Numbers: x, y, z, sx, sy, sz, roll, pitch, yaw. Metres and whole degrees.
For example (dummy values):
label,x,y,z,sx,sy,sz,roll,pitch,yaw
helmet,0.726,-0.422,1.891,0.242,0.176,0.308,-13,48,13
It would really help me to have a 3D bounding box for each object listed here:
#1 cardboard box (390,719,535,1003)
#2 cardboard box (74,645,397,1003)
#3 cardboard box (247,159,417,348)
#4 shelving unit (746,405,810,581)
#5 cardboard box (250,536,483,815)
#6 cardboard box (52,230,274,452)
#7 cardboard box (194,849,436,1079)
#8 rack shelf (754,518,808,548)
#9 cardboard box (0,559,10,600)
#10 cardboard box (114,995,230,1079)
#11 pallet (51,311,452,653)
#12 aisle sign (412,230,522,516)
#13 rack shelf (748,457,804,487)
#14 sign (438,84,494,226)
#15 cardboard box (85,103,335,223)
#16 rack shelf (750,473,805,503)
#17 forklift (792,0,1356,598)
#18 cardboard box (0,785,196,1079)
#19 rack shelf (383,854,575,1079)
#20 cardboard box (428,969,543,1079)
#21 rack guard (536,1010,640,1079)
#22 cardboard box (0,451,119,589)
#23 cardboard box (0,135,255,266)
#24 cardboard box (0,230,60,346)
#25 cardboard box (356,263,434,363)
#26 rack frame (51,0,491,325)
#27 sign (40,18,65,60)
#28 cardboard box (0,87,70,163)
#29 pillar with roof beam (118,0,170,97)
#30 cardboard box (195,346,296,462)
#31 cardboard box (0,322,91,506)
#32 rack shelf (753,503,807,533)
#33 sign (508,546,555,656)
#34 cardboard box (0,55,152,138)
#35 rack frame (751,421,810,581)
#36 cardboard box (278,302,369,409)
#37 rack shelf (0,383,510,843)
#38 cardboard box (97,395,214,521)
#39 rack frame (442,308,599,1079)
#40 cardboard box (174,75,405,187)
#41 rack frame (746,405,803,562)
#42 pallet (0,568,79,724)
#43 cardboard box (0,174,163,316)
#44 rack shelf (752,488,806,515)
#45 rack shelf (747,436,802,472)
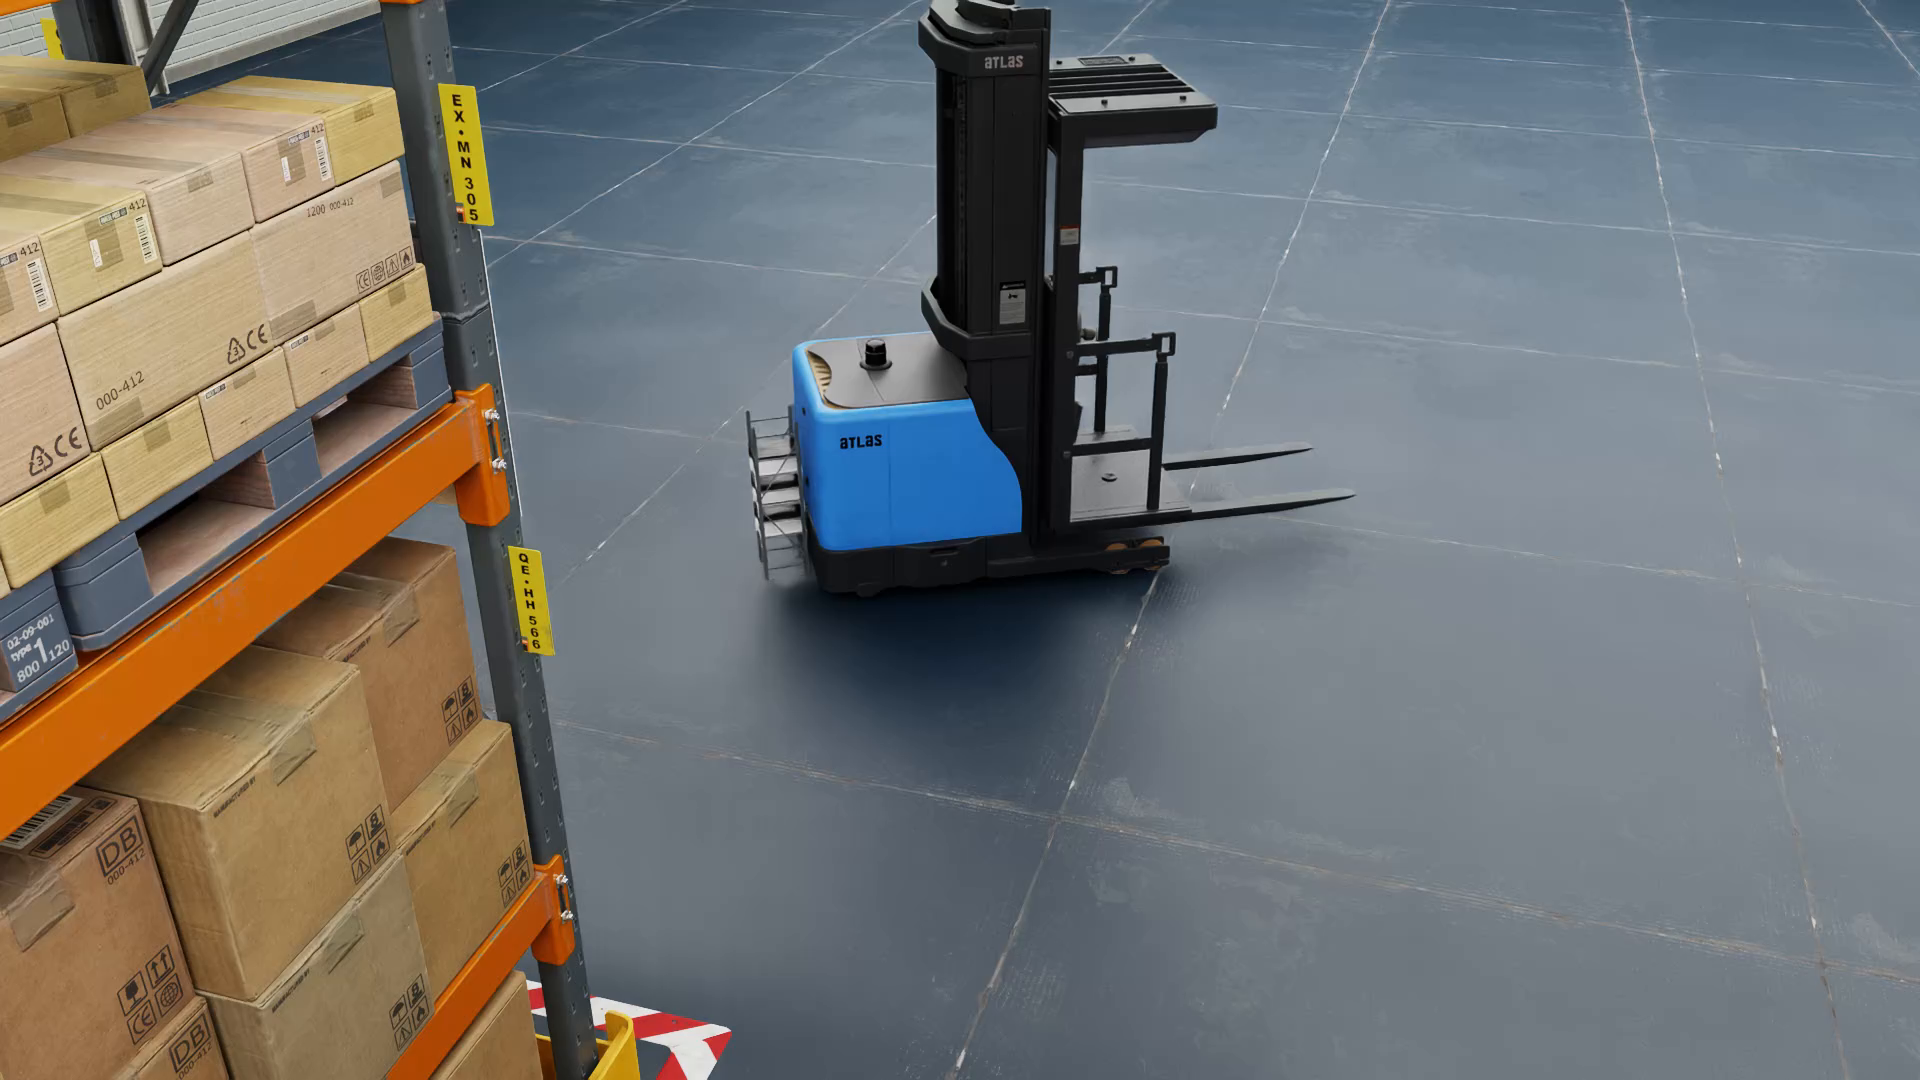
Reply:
label,x,y,z,sx,sy,sz,roll,pitch,yaw
cardboard box,-1.725,0.804,4.565,0.875,0.550,0.550,8,30,15
cardboard box,-1.878,0.589,3.841,0.875,0.550,0.550,8,30,15
cardboard box,-1.536,-0.645,3.551,0.500,0.250,0.500,9,30,16
shelving unit,-0.957,-0.242,8.752,0.258,0.900,0.210,-8,30,-12
cardboard box,-1.805,0.320,4.324,0.875,0.550,0.550,8,30,15
cardboard box,-1.683,-0.412,3.133,0.500,0.250,0.500,9,30,15
cardboard box,-1.865,1.063,4.100,0.875,0.550,0.550,8,30,15
rack shelf,-0.952,-0.056,8.857,0.258,0.077,0.200,-8,30,-12
cardboard box,-1.806,0.056,2.703,0.380,0.149,0.250,9,30,15
cardboard box,-2.150,1.305,3.664,0.875,0.550,0.550,8,30,15
pallet,-1.867,-0.235,3.593,1.003,0.211,1.213,8,30,15
aisle sign,-1.352,-0.436,4.273,0.394,0.787,0.004,8,30,15
rack shelf,-0.960,-0.370,8.680,0.258,0.077,0.200,-8,30,-12
sign,-1.145,-0.889,3.847,0.100,0.325,0.005,8,30,15
cardboard box,-1.508,-0.765,3.358,0.380,0.149,0.250,9,30,15
rack shelf,-0.958,-0.291,8.725,0.258,0.077,0.200,-8,30,-12
forklift,0.656,-1.340,8.643,3.031,2.935,1.130,-6,30,-11
cardboard box,-2.173,0.830,3.408,0.875,0.550,0.550,8,30,15
rack shelf,-2.246,1.934,3.427,1.077,0.370,4.000,8,30,15
cardboard box,-1.795,1.760,4.754,0.875,0.875,0.875,9,30,15
rack guard,-1.652,1.772,5.551,1.175,0.500,0.348,8,30,15
cardboard box,-1.732,-0.062,2.913,0.380,0.149,0.250,8,30,14
cardboard box,-1.584,-0.646,3.144,0.380,0.149,0.250,9,30,16
cardboard box,-1.733,-0.410,2.719,0.380,0.149,0.250,9,30,15
cardboard box,-1.433,-0.535,3.764,0.380,0.149,0.250,8,30,15
rack frame,-1.659,-1.931,3.465,1.000,3.000,0.127,8,30,15
sign,-2.188,-1.119,4.110,0.100,0.325,0.005,8,30,15
cardboard box,-2.136,-0.860,3.528,0.380,0.149,0.250,9,30,15
pillar with roof beam,-4.595,-8.064,14.490,9.100,9.000,0.400,8,30,15
cardboard box,-1.582,-0.298,3.339,0.380,0.149,0.250,9,30,16
cardboard box,-1.832,-0.179,2.714,0.500,0.250,0.500,8,30,15
rack shelf,-0.954,-0.134,8.813,0.258,0.077,0.200,-8,30,-12
sign,-1.145,0.165,4.433,0.100,0.325,0.005,8,30,15
cardboard box,-2.061,-0.976,3.738,0.380,0.149,0.250,9,30,15
rack frame,-0.932,-0.194,8.666,0.240,0.900,0.006,-8,30,-12
cardboard box,-1.508,-0.418,3.554,0.380,0.149,0.250,9,30,15
rack shelf,-2.246,0.624,2.698,1.077,0.370,4.000,8,30,15
cardboard box,-1.657,-0.181,3.128,0.380,0.149,0.250,9,30,15
rack frame,-1.659,0.691,4.923,1.000,3.000,0.127,8,30,15
cardboard box,-1.434,-0.881,3.566,0.380,0.149,0.250,9,30,15
rack frame,-0.982,-0.290,8.838,0.240,0.900,0.006,-8,30,-12
pallet,-2.223,0.334,2.571,1.003,0.211,1.213,8,30,15
cardboard box,-1.658,-0.526,2.927,0.380,0.149,0.250,9,30,16
rack shelf,-0.956,-0.213,8.769,0.258,0.077,0.200,-8,30,-12
rack shelf,-0.962,-0.448,8.636,0.258,0.077,0.200,-8,30,-12
